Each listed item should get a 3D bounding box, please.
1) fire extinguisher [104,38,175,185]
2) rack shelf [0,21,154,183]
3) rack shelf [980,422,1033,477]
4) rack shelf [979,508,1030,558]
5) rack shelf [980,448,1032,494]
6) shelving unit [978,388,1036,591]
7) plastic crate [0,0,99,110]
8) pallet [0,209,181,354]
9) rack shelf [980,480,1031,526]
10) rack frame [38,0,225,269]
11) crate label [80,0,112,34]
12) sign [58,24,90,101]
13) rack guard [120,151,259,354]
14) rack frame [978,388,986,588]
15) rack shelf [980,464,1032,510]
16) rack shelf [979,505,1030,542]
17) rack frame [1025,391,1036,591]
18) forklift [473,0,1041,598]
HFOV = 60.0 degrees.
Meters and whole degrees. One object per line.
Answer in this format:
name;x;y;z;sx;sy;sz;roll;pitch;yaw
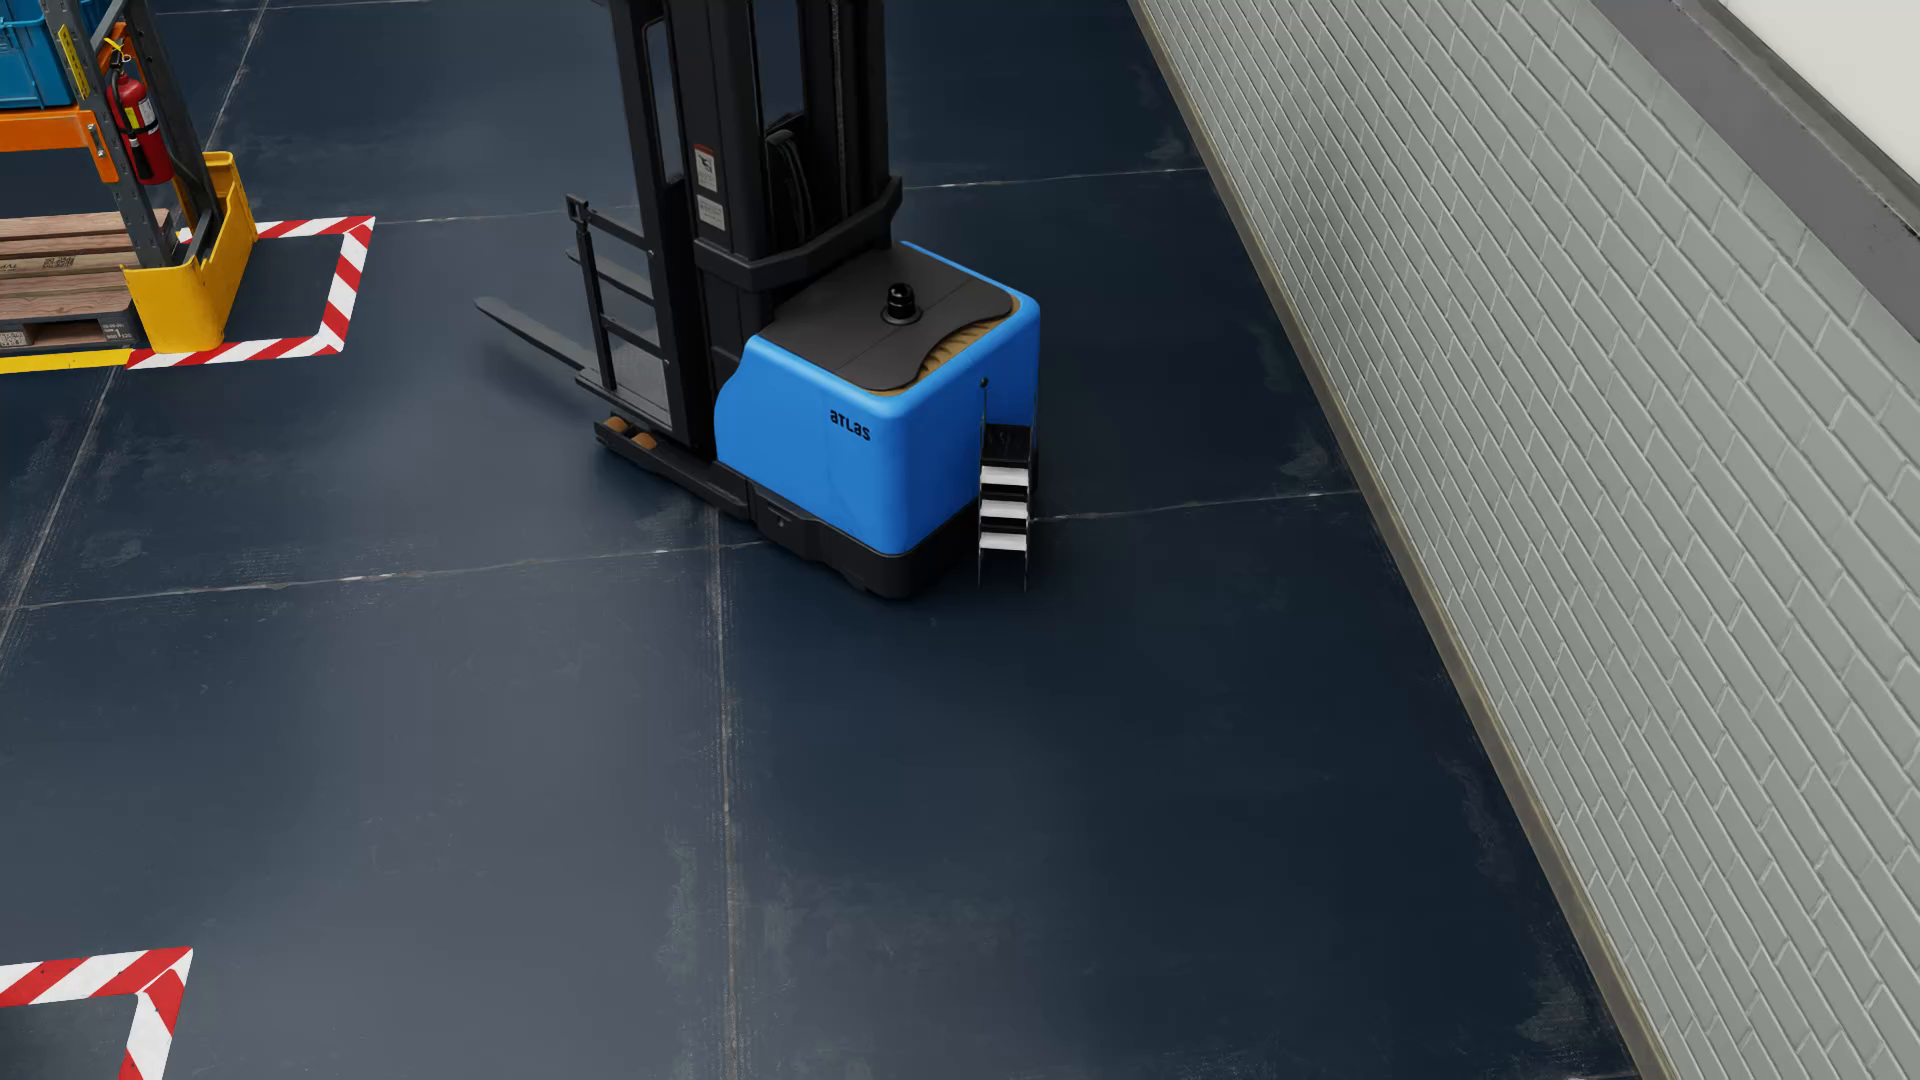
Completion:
fire extinguisher;-3.865;-1.997;7.776;0.183;0.674;0.296;-5;42;-6
rack shelf;-6.057;-2.012;7.993;4.000;0.370;1.077;-5;42;-6
rack shelf;0.194;-0.375;6.856;0.200;0.077;0.258;4;42;4
rack shelf;0.194;-0.041;7.158;0.200;0.077;0.258;4;42;4
rack shelf;0.194;-0.309;6.916;0.200;0.077;0.258;4;42;4
shelving unit;0.194;-0.200;7.015;0.210;0.900;0.258;4;42;4
plastic crate;-4.382;-2.335;7.743;0.499;0.435;0.616;-5;42;-6
pallet;-4.897;-1.371;8.828;1.213;0.211;1.003;-5;42;-6
rack shelf;0.194;-0.175;7.037;0.200;0.077;0.258;4;42;4
rack frame;-4.074;-2.453;7.945;0.127;3.000;1.000;-5;42;-6
crate label;-4.361;-2.610;8.199;0.303;0.233;0.416;-5;42;-6
sign;-3.986;-2.149;7.487;0.005;0.325;0.100;-5;42;-6
rack guard;-4.052;-1.535;8.794;0.348;0.500;1.175;-5;42;-6
rack frame;0.093;-0.207;7.022;0.006;0.900;0.240;4;42;4
rack shelf;0.194;-0.242;6.977;0.200;0.077;0.258;4;42;4
rack shelf;0.194;-0.108;7.097;0.200;0.077;0.258;4;42;4
rack frame;0.296;-0.193;7.007;0.006;0.900;0.240;4;42;4
forklift;-1.103;-1.672;7.130;3.031;2.935;1.130;29;49;28
